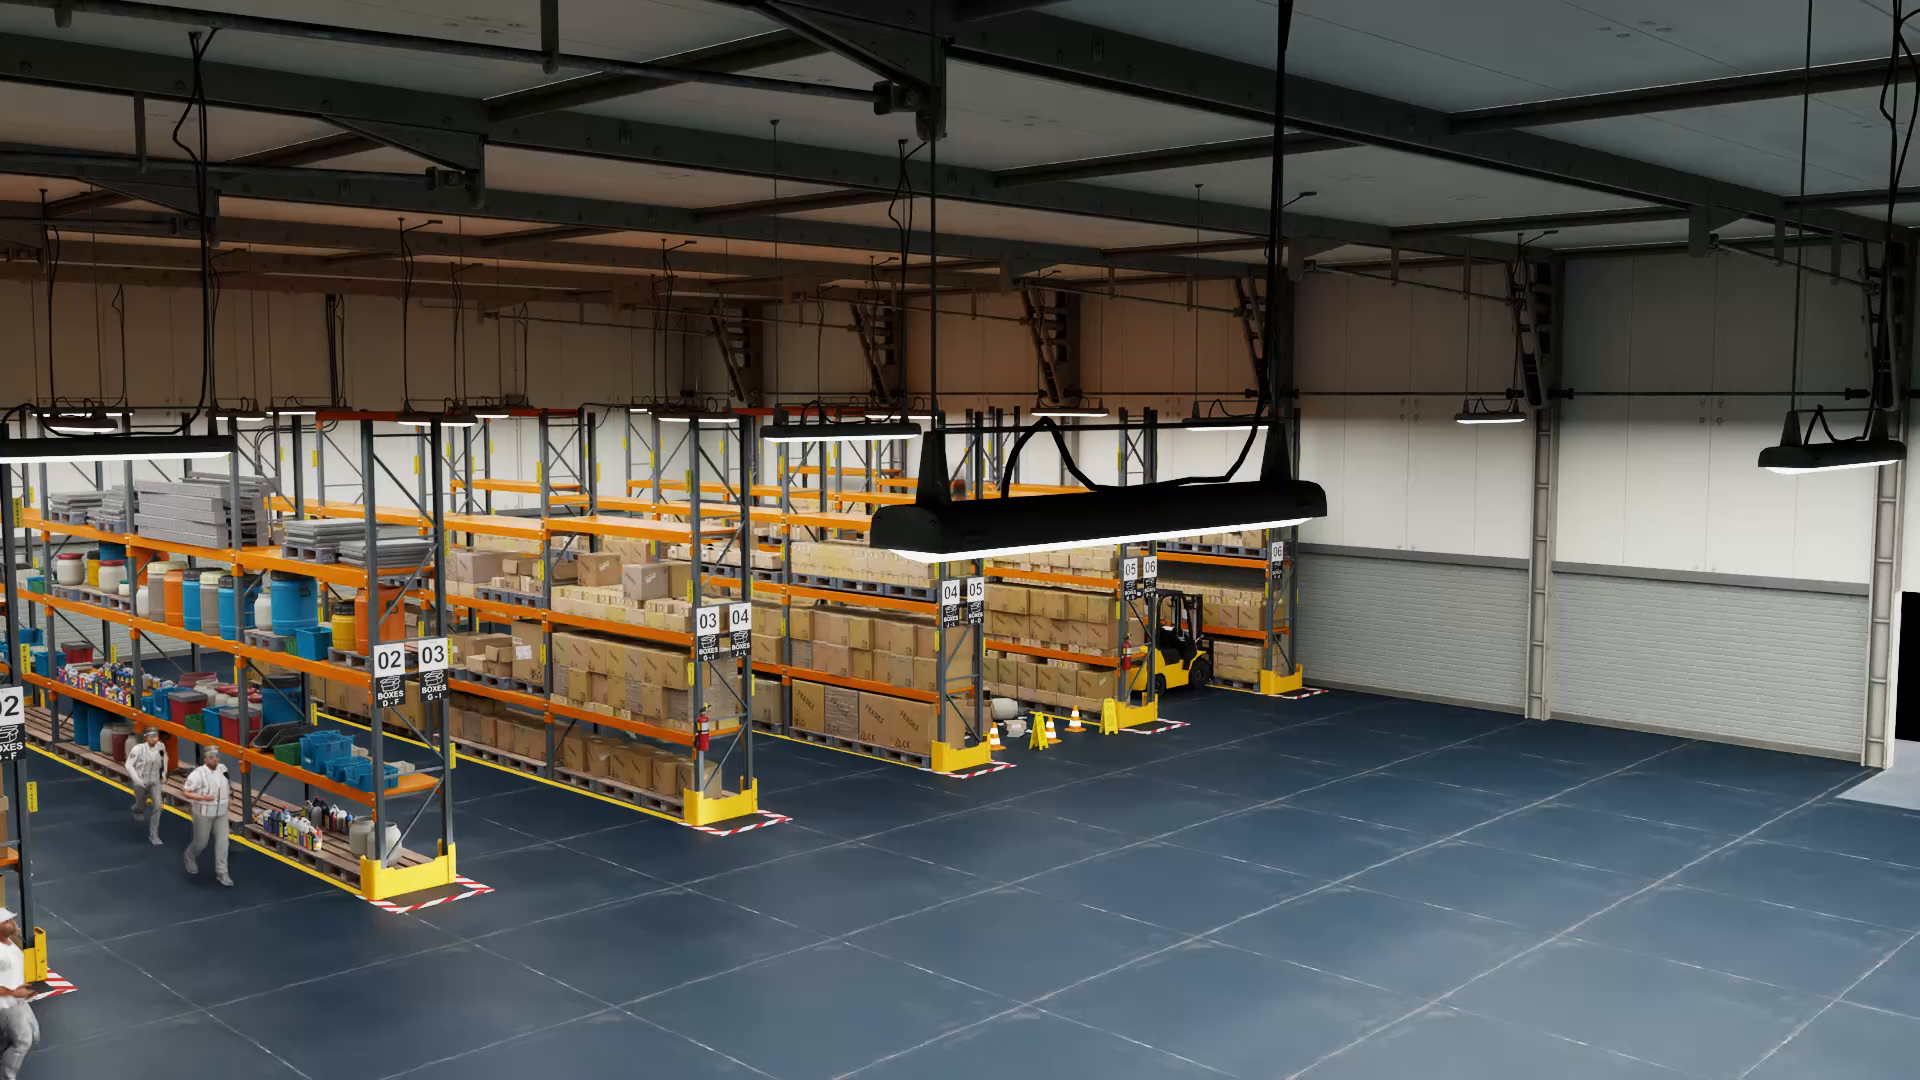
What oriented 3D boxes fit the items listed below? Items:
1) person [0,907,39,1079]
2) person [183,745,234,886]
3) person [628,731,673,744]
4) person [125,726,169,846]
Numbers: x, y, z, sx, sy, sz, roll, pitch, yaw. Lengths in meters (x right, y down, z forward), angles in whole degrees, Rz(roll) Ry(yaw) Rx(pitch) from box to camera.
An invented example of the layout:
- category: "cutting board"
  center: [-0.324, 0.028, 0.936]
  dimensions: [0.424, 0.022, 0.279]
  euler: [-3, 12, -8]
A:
- category: "person"
  center: [-8.626, 4.152, 14.974]
  dimensions: [0.588, 1.723, 0.703]
  euler: [-2, 6, -24]
- category: "person"
  center: [-9.701, 3.529, 21.533]
  dimensions: [0.994, 1.789, 0.667]
  euler: [4, 7, 39]
- category: "person"
  center: [-5.594, 2.771, 29.915]
  dimensions: [0.943, 1.767, 0.703]
  euler: [2, 6, 25]
- category: "person"
  center: [-11.524, 3.440, 23.579]
  dimensions: [0.619, 1.680, 0.959]
  euler: [-5, 7, -43]
